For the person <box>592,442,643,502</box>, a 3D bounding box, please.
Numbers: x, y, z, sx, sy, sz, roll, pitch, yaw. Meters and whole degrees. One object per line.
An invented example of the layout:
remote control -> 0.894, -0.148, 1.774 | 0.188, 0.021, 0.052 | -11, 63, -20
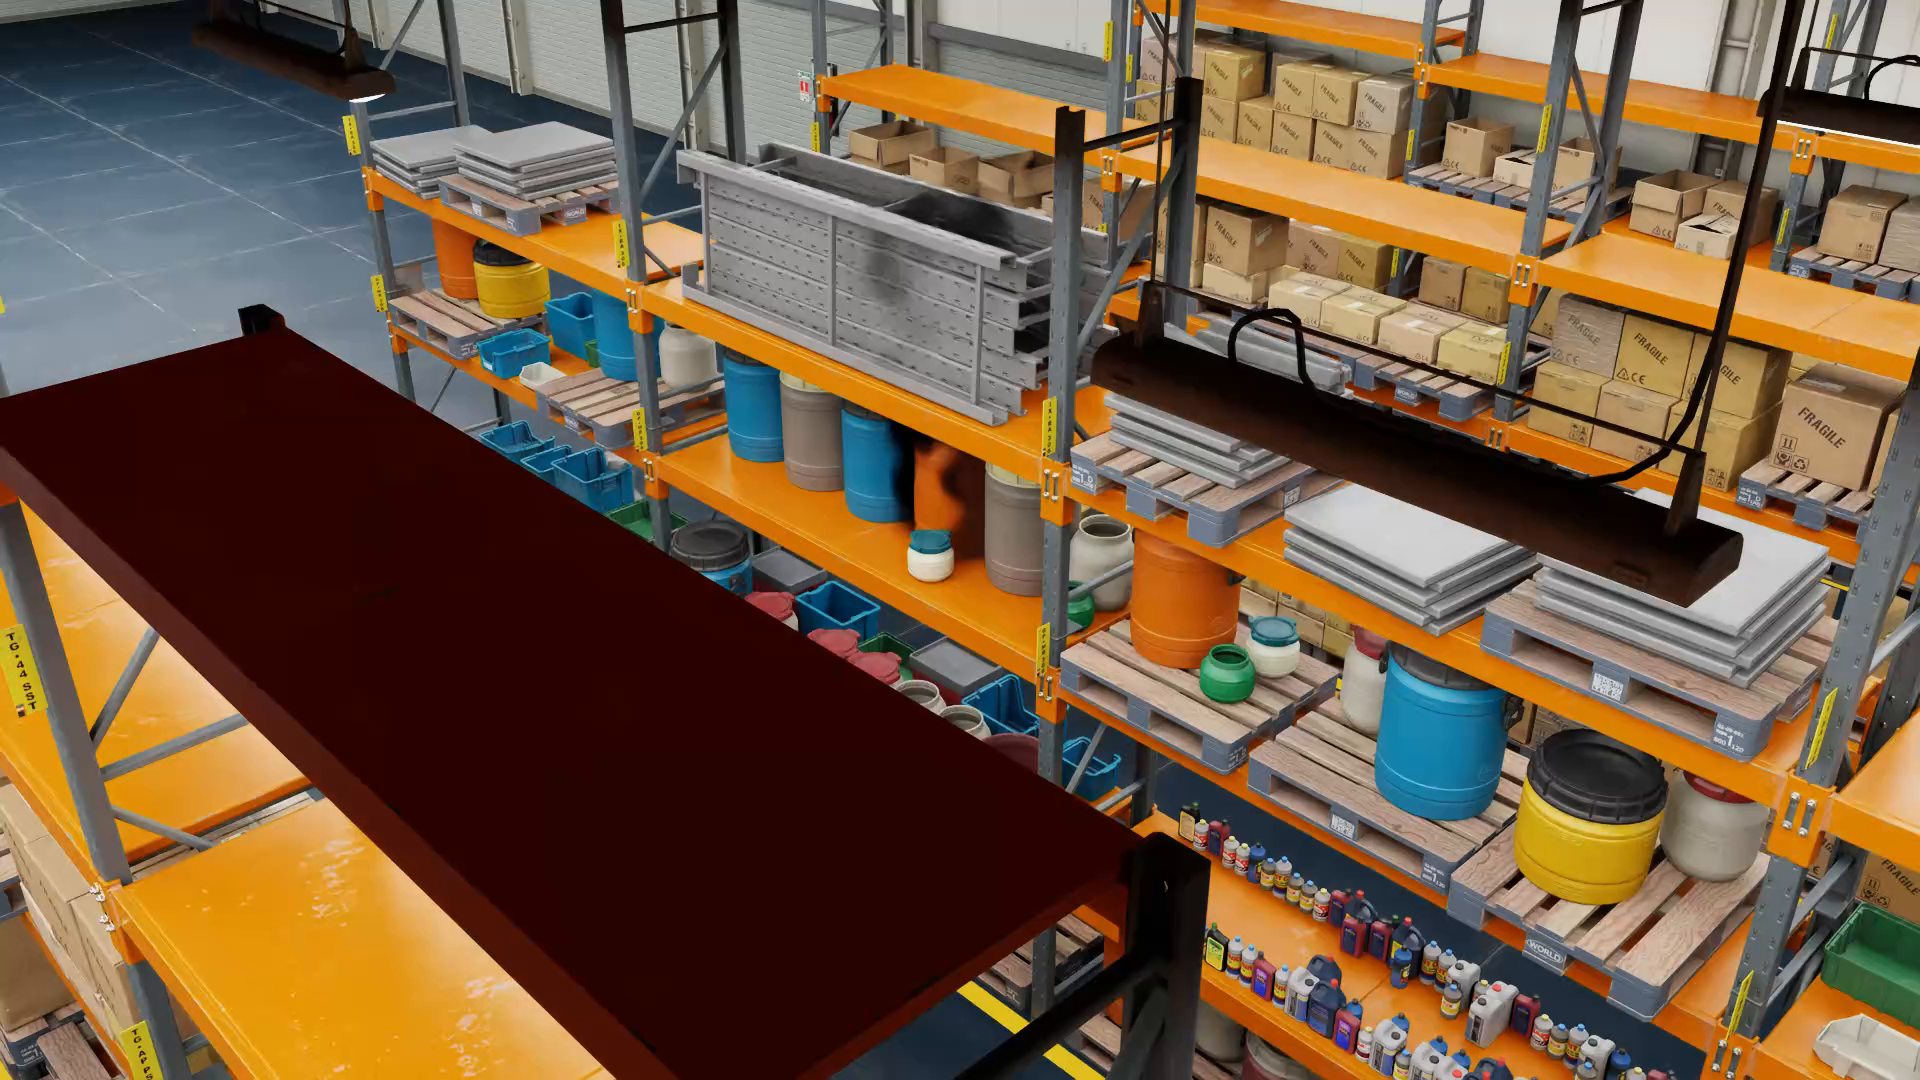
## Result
person -> -3.399, -0.788, 16.563 | 0.899, 1.706, 0.644 | 22, 35, 35
